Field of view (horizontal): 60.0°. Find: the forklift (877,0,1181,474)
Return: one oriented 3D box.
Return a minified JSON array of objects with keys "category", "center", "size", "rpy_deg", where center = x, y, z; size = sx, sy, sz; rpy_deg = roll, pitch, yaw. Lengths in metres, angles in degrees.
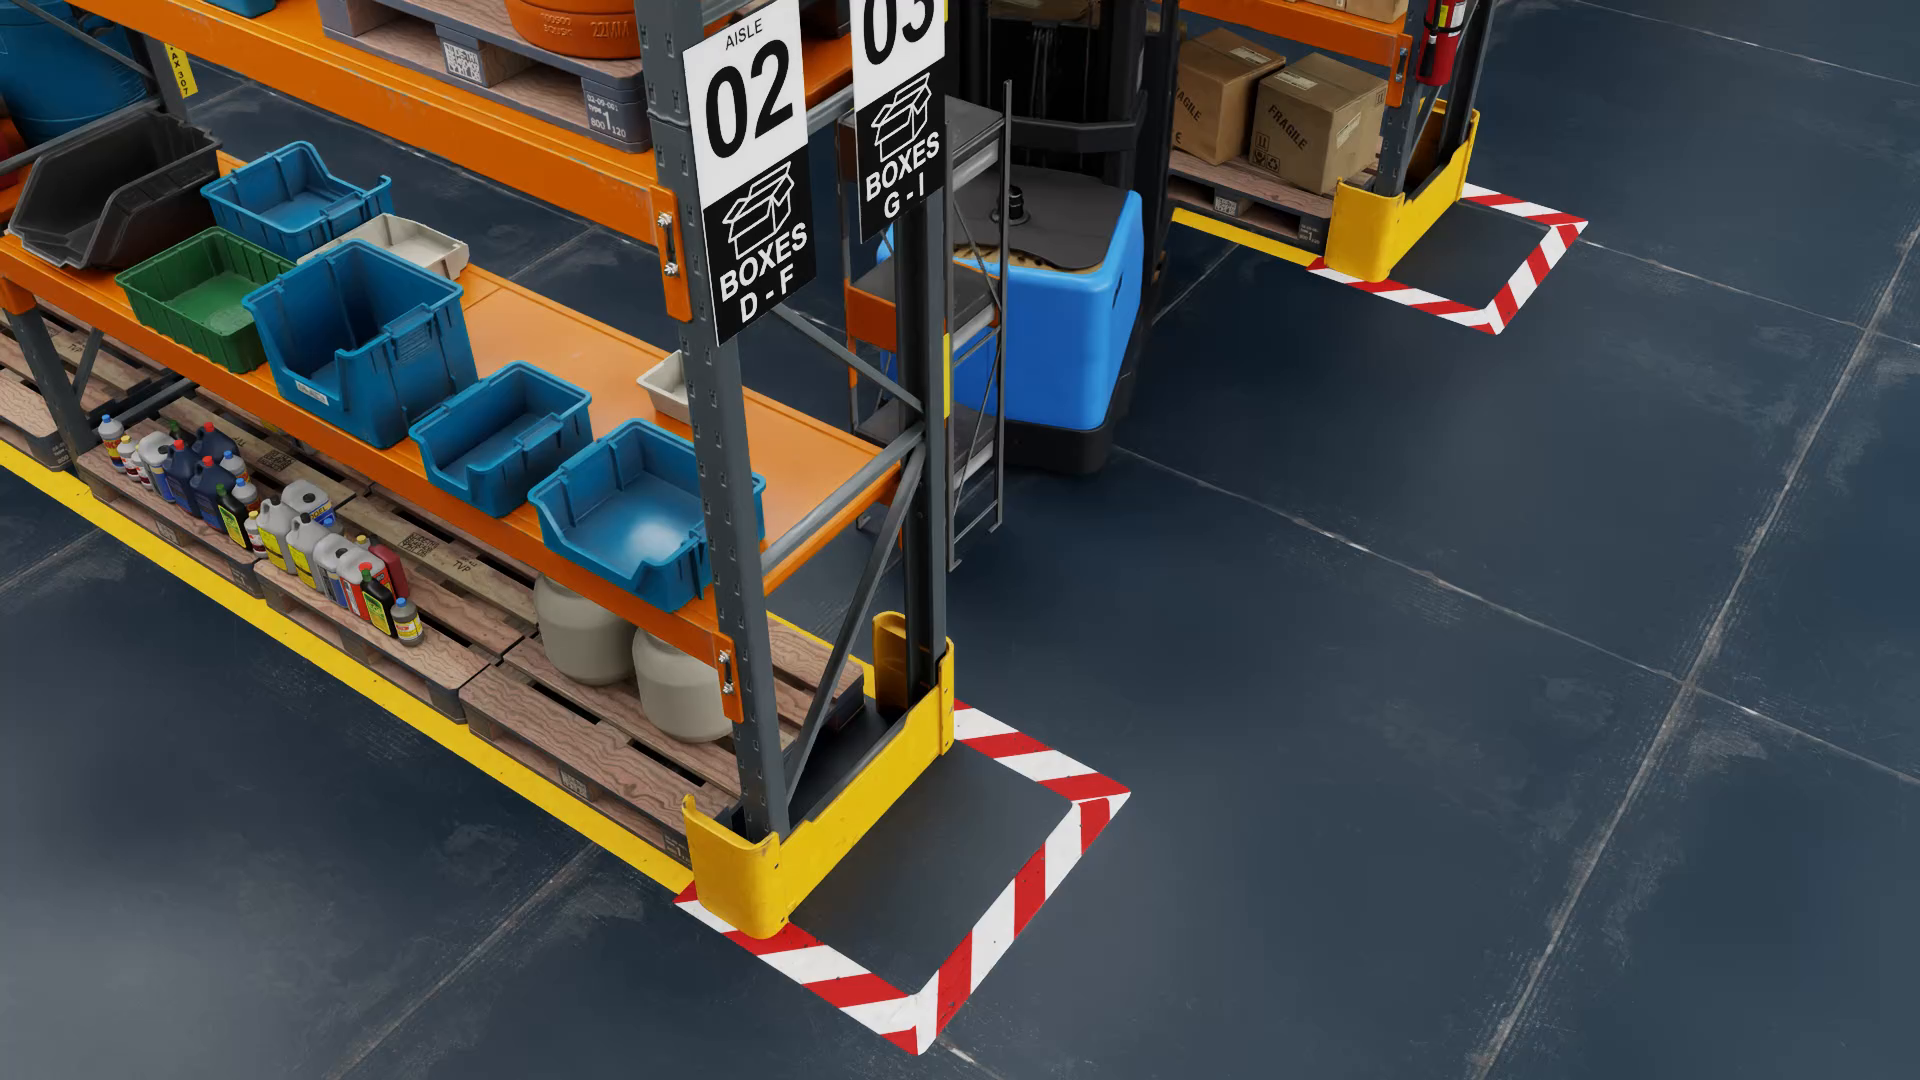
[{"category":"forklift","center":[0.487,-2.382,7.714],"size":[1.130,2.935,3.031],"rpy_deg":[10,43,10]}]

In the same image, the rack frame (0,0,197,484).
[{"category":"rack frame","center":[-3.659,-1.640,6.833],"size":[0.127,3.000,1.000],"rpy_deg":[25,48,25]}]

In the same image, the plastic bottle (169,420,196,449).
[{"category":"plastic bottle","center":[-3.309,-0.380,7.132],"size":[0.133,0.283,0.061],"rpy_deg":[25,48,25]}]

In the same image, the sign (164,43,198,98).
[{"category":"sign","center":[-3.334,-2.039,7.072],"size":[0.005,0.325,0.100],"rpy_deg":[25,48,25]}]

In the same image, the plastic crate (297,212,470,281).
[{"category":"plastic crate","center":[-2.184,-1.058,6.381],"size":[0.437,0.136,0.530],"rpy_deg":[25,48,25]}]

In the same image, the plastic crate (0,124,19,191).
[{"category":"plastic crate","center":[-4.231,-1.682,6.833],"size":[0.583,0.464,0.402],"rpy_deg":[25,48,25]}]

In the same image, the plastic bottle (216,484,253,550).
[{"category":"plastic bottle","center":[-2.971,-0.098,6.817],"size":[0.133,0.283,0.061],"rpy_deg":[27,48,27]}]

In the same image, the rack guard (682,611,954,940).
[{"category":"rack guard","center":[-0.473,0.820,5.959],"size":[0.348,0.500,1.175],"rpy_deg":[25,48,25]}]

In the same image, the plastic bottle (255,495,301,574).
[{"category":"plastic bottle","center":[-2.734,-0.046,6.709],"size":[0.185,0.351,0.144],"rpy_deg":[25,47,25]}]

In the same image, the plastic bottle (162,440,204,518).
[{"category":"plastic bottle","center":[-3.236,-0.281,6.971],"size":[0.185,0.351,0.144],"rpy_deg":[26,48,26]}]

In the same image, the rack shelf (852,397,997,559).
[{"category":"rack shelf","center":[-0.136,-0.314,7.097],"size":[0.480,0.518,0.431],"rpy_deg":[25,48,25]}]

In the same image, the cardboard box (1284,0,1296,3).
[{"category":"cardboard box","center":[1.669,-2.879,8.406],"size":[0.250,0.149,0.380],"rpy_deg":[25,48,25]}]

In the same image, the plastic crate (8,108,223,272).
[{"category":"plastic crate","center":[-3.303,-1.347,6.552],"size":[0.504,0.338,0.767],"rpy_deg":[25,48,25]}]

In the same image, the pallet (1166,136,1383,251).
[{"category":"pallet","center":[1.753,-2.133,9.475],"size":[1.213,0.211,1.003],"rpy_deg":[25,48,25]}]

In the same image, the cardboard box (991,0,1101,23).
[{"category":"cardboard box","center":[0.516,-2.984,9.895],"size":[0.500,0.500,0.500],"rpy_deg":[21,46,22]}]

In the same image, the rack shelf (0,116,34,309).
[{"category":"rack shelf","center":[-5.296,-2.138,7.929],"size":[4.000,0.370,1.077],"rpy_deg":[25,48,25]}]

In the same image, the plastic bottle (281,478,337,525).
[{"category":"plastic bottle","center":[-2.669,-0.109,6.835],"size":[0.135,0.276,0.152],"rpy_deg":[25,48,25]}]

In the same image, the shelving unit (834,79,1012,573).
[{"category":"shelving unit","center":[-0.136,-0.846,6.621],"size":[0.503,2.100,0.431],"rpy_deg":[25,48,25]}]

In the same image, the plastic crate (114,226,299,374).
[{"category":"plastic crate","center":[-2.710,-0.887,6.151],"size":[0.662,0.188,0.450],"rpy_deg":[25,48,25]}]

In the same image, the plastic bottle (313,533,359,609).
[{"category":"plastic bottle","center":[-2.444,0.114,6.586],"size":[0.135,0.276,0.152],"rpy_deg":[24,47,24]}]

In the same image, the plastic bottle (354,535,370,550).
[{"category":"plastic bottle","center":[-2.387,0.067,6.695],"size":[0.097,0.201,0.097],"rpy_deg":[0,42,0]}]

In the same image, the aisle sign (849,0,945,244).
[{"category":"aisle sign","center":[-0.157,-1.210,4.403],"size":[0.004,0.787,0.394],"rpy_deg":[25,48,25]}]

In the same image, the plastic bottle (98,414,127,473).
[{"category":"plastic bottle","center":[-3.650,-0.426,7.193],"size":[0.097,0.271,0.097],"rpy_deg":[0,42,0]}]

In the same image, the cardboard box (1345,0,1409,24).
[{"category":"cardboard box","center":[2.108,-2.715,8.224],"size":[0.250,0.149,0.380],"rpy_deg":[25,48,25]}]

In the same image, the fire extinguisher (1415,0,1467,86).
[{"category":"fire extinguisher","center":[2.289,-2.488,7.839],"size":[0.183,0.674,0.296],"rpy_deg":[25,48,25]}]

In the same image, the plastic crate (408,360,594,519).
[{"category":"plastic crate","center":[-1.494,-0.333,5.484],"size":[0.408,0.251,0.499],"rpy_deg":[25,48,25]}]

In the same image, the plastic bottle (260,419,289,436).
[{"category":"plastic bottle","center":[-3.049,-0.649,7.382],"size":[0.185,0.351,0.144],"rpy_deg":[25,48,25]}]

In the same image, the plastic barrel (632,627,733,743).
[{"category":"plastic barrel","center":[-0.967,0.452,6.046],"size":[0.421,0.512,0.421],"rpy_deg":[0,42,0]}]

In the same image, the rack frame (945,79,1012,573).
[{"category":"rack frame","center":[0.064,-0.752,6.516],"size":[0.015,2.100,0.400],"rpy_deg":[25,48,25]}]

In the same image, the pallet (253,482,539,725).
[{"category":"pallet","center":[-2.130,0.146,6.929],"size":[1.213,0.211,1.003],"rpy_deg":[25,48,25]}]

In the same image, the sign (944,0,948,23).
[{"category":"sign","center":[-0.065,-1.528,4.452],"size":[0.005,0.325,0.100],"rpy_deg":[25,48,25]}]

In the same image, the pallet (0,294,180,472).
[{"category":"pallet","center":[-4.324,-0.880,8.076],"size":[1.213,0.211,1.003],"rpy_deg":[25,48,25]}]

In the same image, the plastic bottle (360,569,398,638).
[{"category":"plastic bottle","center":[-2.246,0.241,6.438],"size":[0.133,0.283,0.061],"rpy_deg":[26,48,26]}]

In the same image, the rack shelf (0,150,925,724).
[{"category":"rack shelf","center":[-2.021,-0.606,6.217],"size":[4.000,0.370,1.077],"rpy_deg":[25,48,25]}]

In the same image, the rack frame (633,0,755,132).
[{"category":"rack frame","center":[-0.384,-2.344,3.121],"size":[0.127,3.000,1.000],"rpy_deg":[25,48,25]}]

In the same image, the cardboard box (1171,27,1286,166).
[{"category":"cardboard box","center":[1.449,-2.496,9.350],"size":[0.500,0.500,0.500],"rpy_deg":[-29,49,-28]}]

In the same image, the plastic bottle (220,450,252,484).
[{"category":"plastic bottle","center":[-3.048,-0.262,7.010],"size":[0.097,0.271,0.097],"rpy_deg":[0,42,0]}]

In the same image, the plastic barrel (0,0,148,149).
[{"category":"plastic barrel","center":[-3.801,-2.140,7.016],"size":[0.708,0.901,0.600],"rpy_deg":[25,48,25]}]

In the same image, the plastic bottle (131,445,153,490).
[{"category":"plastic bottle","center":[-3.483,-0.322,7.129],"size":[0.097,0.201,0.097],"rpy_deg":[0,42,0]}]
